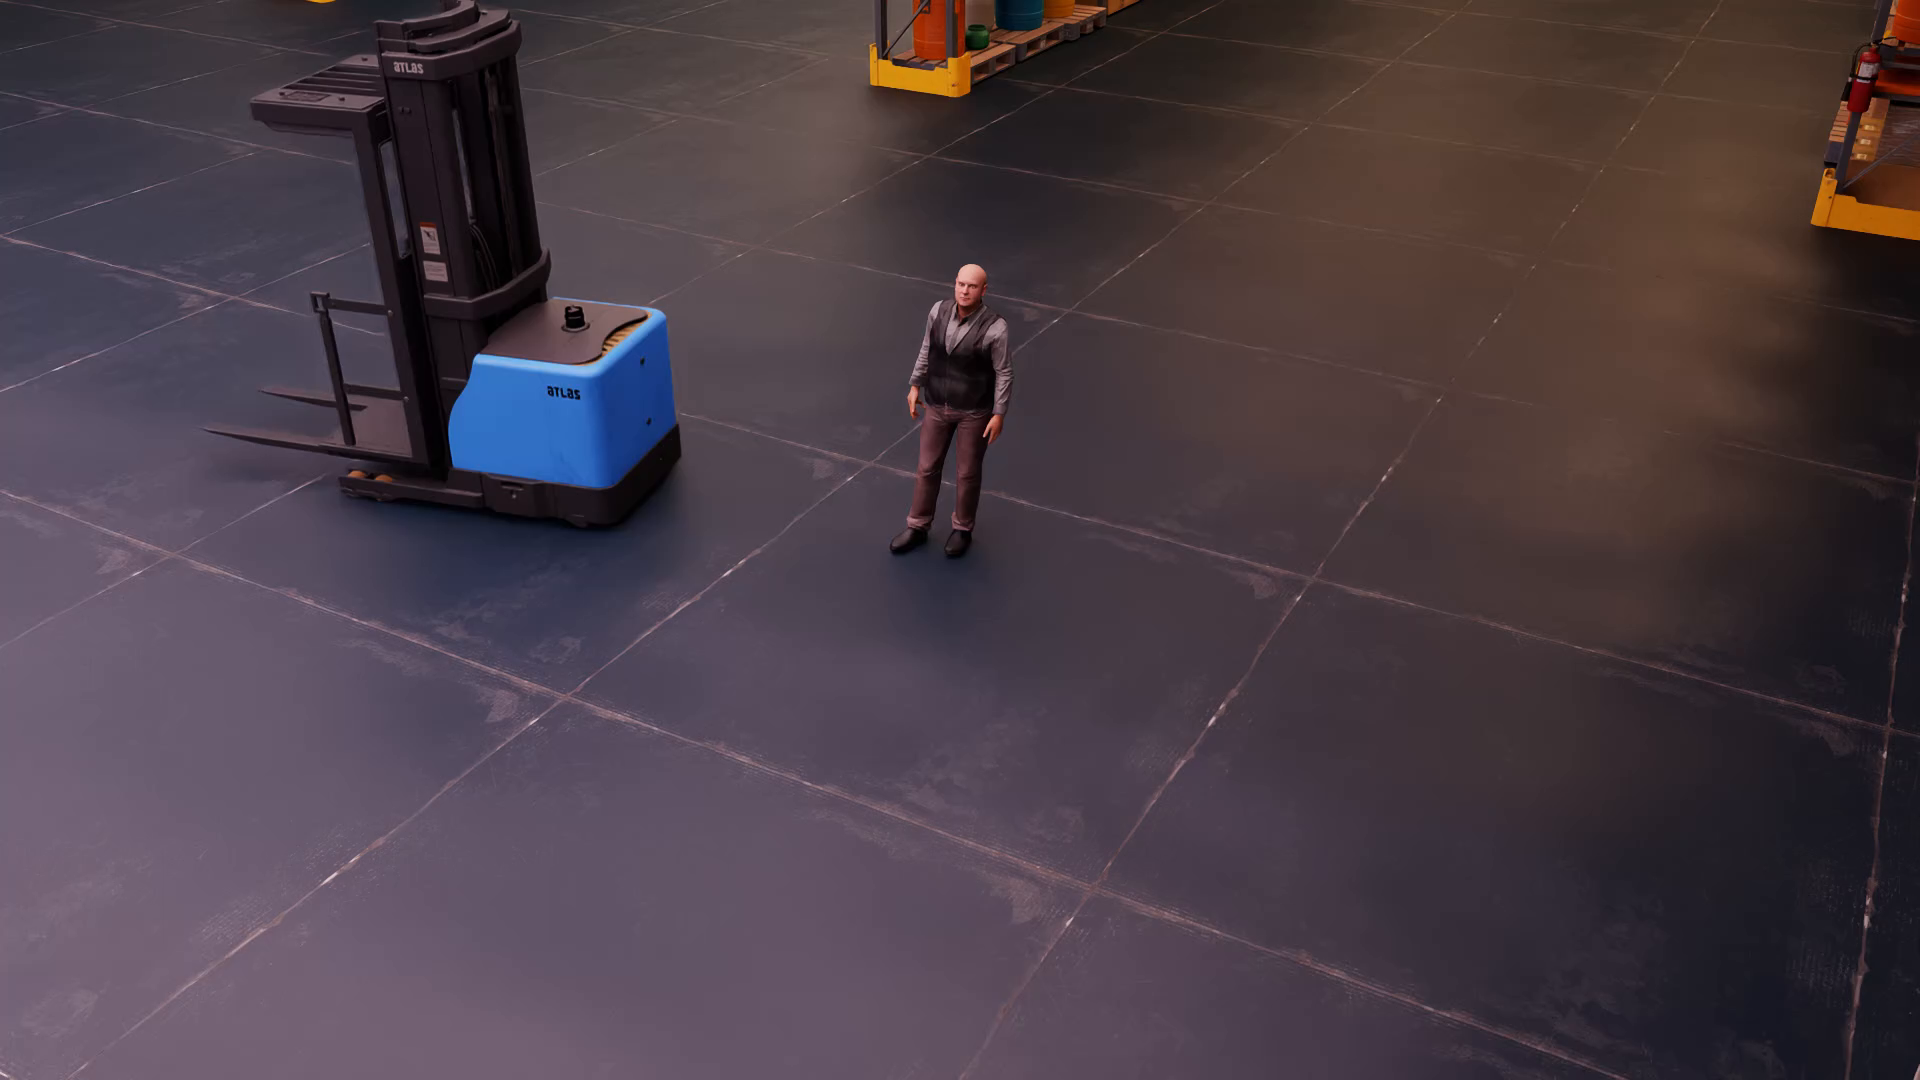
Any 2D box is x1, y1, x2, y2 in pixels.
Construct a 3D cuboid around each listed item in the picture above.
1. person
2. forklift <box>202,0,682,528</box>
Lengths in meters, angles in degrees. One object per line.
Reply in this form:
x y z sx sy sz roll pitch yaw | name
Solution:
-0.037 -0.727 9.526 0.632 1.720 0.568 15 33 25 | person
-3.386 -1.752 10.106 3.031 2.935 1.130 8 31 14 | forklift
